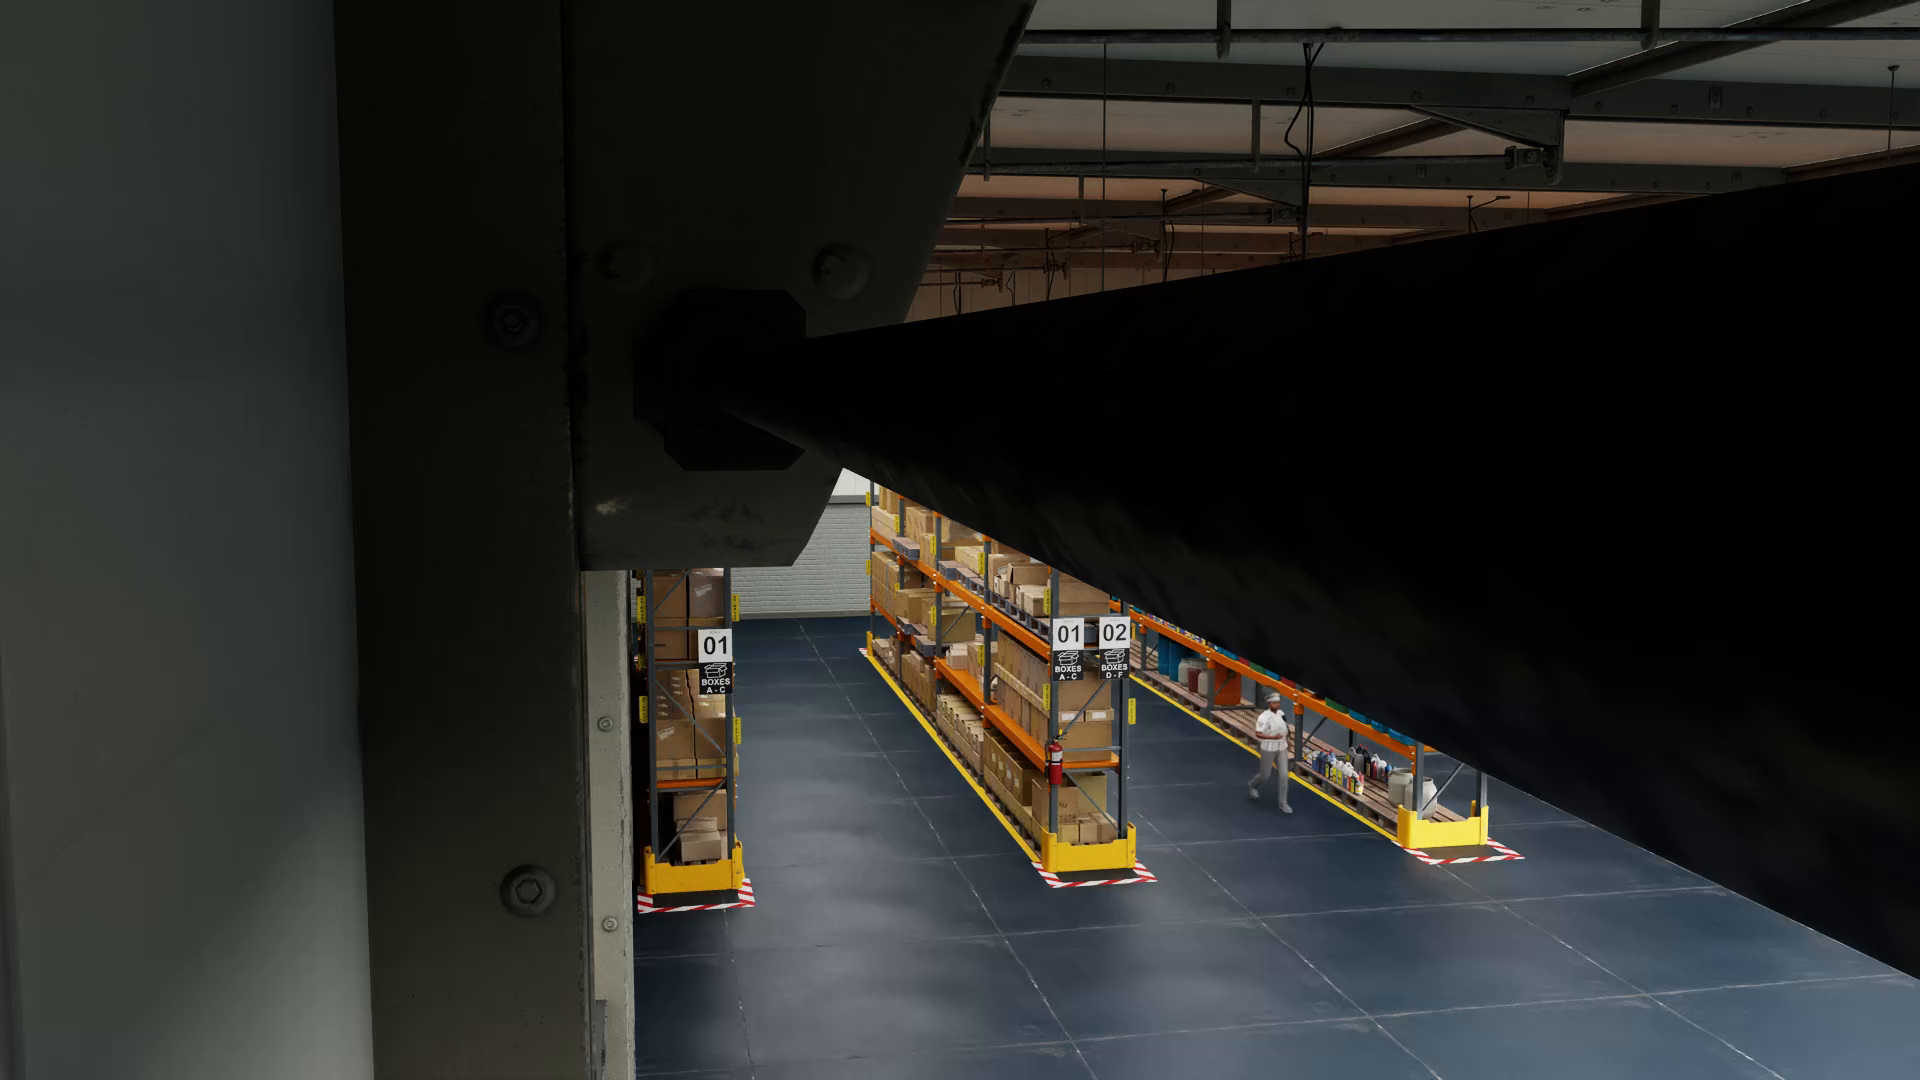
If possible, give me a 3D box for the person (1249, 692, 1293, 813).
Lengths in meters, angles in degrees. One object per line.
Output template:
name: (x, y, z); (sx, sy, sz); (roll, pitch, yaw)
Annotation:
person: (4.482, 2.998, 23.820); (0.588, 1.676, 0.893); (-2, 6, -21)
